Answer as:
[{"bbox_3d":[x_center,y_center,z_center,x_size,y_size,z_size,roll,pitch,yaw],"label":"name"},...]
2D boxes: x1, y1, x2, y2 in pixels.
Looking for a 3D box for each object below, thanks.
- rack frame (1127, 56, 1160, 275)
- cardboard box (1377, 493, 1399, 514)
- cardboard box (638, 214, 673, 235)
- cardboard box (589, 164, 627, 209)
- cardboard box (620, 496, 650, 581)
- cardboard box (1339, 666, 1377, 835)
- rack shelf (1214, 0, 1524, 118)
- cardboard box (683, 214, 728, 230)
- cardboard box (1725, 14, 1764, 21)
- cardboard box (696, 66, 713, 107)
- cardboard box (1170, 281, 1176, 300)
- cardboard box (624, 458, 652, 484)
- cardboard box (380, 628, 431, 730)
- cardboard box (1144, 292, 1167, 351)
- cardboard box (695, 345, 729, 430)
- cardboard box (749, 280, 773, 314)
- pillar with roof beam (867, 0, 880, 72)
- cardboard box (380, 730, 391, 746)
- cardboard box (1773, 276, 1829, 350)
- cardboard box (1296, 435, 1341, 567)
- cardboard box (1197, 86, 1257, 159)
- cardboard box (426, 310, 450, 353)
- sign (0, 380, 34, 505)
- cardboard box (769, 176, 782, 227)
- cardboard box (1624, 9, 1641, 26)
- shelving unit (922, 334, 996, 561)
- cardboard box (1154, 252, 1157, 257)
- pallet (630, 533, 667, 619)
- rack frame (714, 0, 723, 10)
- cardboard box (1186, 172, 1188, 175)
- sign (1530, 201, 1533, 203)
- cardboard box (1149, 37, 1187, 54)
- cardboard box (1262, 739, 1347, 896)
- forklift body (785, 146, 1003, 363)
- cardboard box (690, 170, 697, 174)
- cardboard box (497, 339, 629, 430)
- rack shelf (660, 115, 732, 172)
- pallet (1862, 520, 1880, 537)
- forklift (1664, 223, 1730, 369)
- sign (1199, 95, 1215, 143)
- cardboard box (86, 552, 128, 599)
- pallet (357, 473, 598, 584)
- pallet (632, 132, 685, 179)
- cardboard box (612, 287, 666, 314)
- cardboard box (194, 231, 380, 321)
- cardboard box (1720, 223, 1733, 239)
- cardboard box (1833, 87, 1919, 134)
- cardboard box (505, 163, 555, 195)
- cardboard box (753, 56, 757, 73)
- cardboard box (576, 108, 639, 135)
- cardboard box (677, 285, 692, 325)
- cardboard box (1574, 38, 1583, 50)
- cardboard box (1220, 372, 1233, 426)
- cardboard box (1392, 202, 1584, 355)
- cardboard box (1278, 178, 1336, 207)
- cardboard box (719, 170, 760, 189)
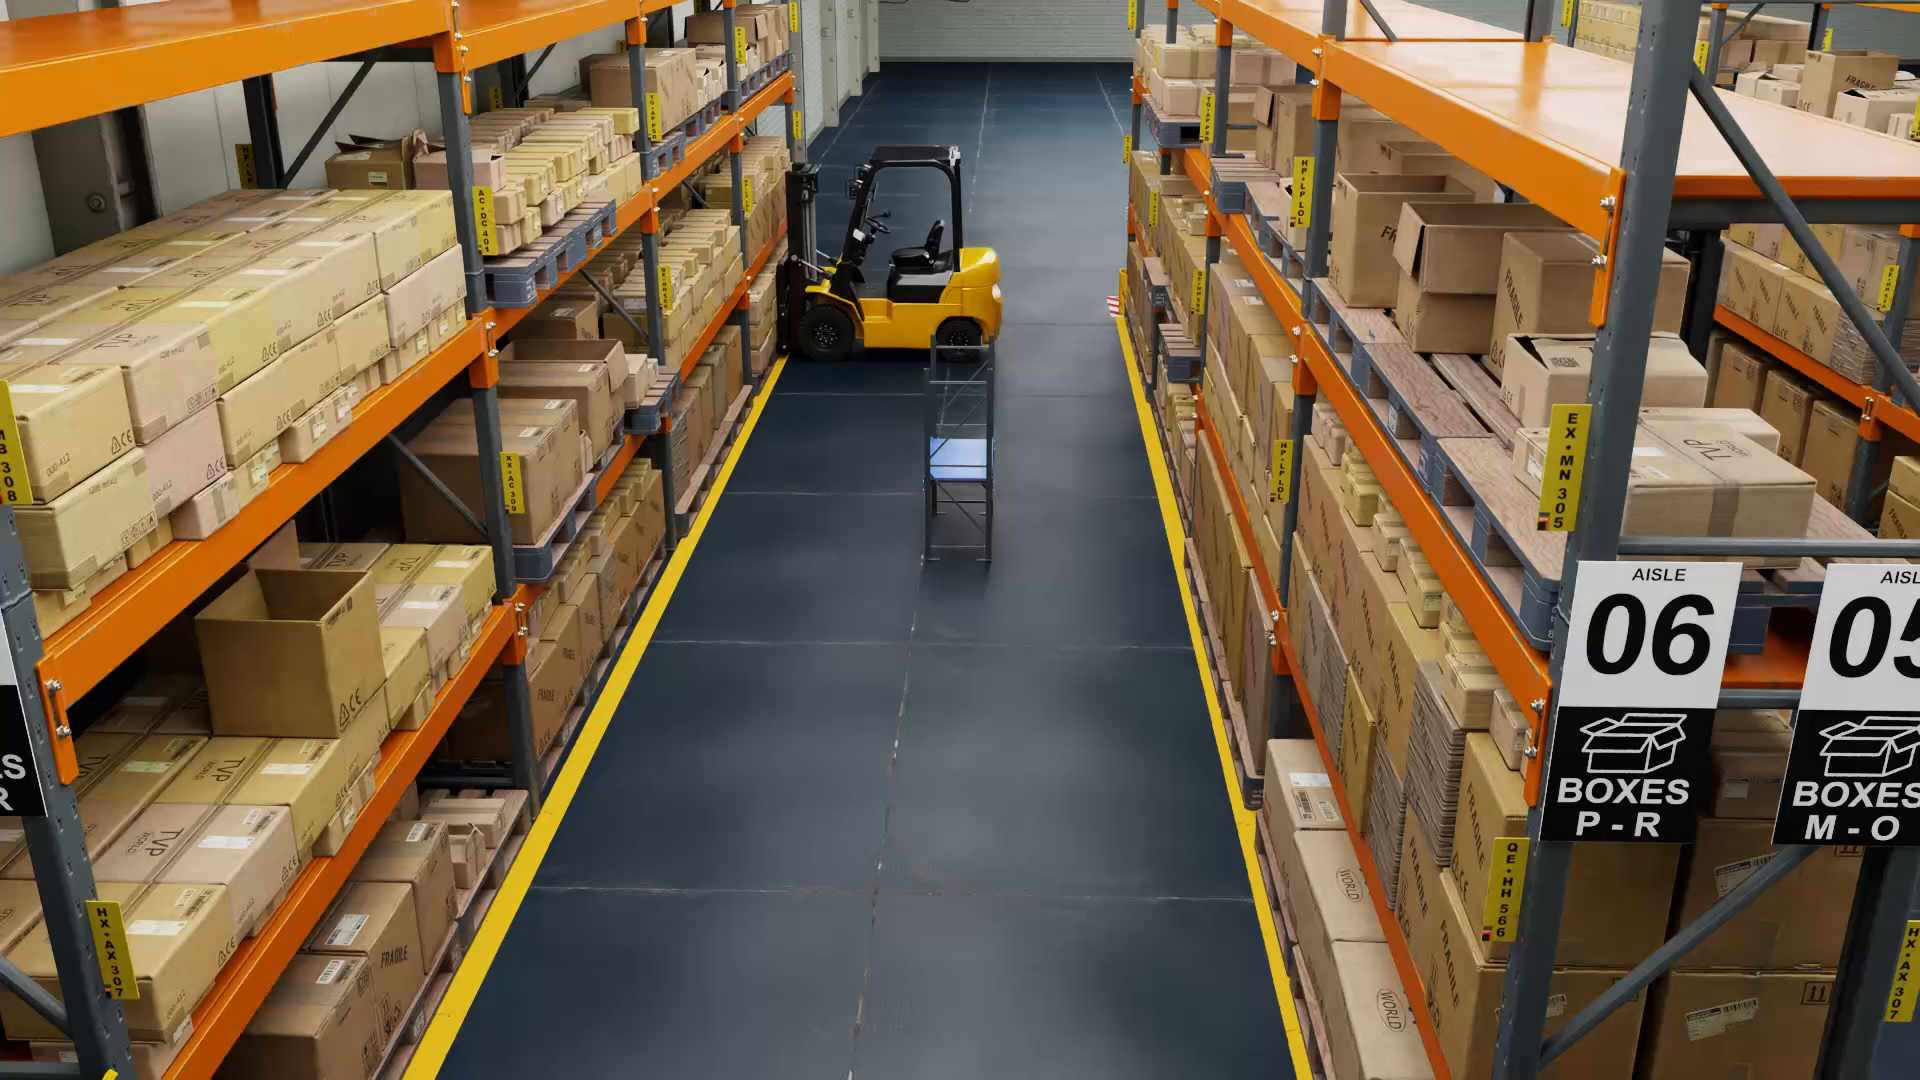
[{"bbox_3d":[2.510,-4.174,19.640,1.000,3.000,0.127,1,21,2],"label":"rack frame"},{"bbox_3d":[1.887,-0.077,6.664,0.380,0.149,0.250,1,21,1],"label":"cardboard box"},{"bbox_3d":[-2.859,-2.909,15.345,0.380,0.149,0.250,0,21,0],"label":"cardboard box"},{"bbox_3d":[-2.482,-2.294,10.854,0.500,0.250,0.500,1,21,2],"label":"cardboard box"},{"bbox_3d":[-2.519,-0.029,11.833,0.500,0.500,0.500,0,21,1],"label":"cardboard box"},{"bbox_3d":[1.812,0.833,6.598,0.500,0.500,0.500,1,21,3],"label":"cardboard box"},{"bbox_3d":[2.206,-2.834,9.439,1.077,0.370,4.000,1,21,2],"label":"rack shelf"},{"bbox_3d":[-2.351,-2.911,15.349,0.380,0.149,0.250,0,21,1],"label":"cardboard box"},{"bbox_3d":[7.719,-5.102,16.411,0.380,0.149,0.250,1,21,2],"label":"cardboard box"},{"bbox_3d":[-2.375,-3.839,14.033,0.500,0.311,0.500,0,21,0],"label":"cardboard box"},{"bbox_3d":[1.988,-2.139,14.163,0.380,0.149,0.250,1,21,4],"label":"cardboard box"},{"bbox_3d":[-2.457,-0.487,12.114,0.380,0.149,0.250,0,21,-1],"label":"cardboard box"},{"bbox_3d":[-2.617,0.591,7.156,0.500,0.250,0.500,0,21,1],"label":"cardboard box"},{"bbox_3d":[2.138,-2.208,16.758,0.500,0.500,0.500,0,21,1],"label":"cardboard box"},{"bbox_3d":[-2.609,-1.401,15.195,0.875,0.625,0.625,0,21,1],"label":"cardboard box"},{"bbox_3d":[-2.219,-2.518,17.209,0.500,0.250,0.500,1,21,2],"label":"cardboard box"},{"bbox_3d":[1.842,-17.582,45.903,9.100,9.000,0.400,1,21,2],"label":"pillar with roof beam"},{"bbox_3d":[-2.678,0.814,7.131,0.380,0.149,0.250,1,21,2],"label":"cardboard box"},{"bbox_3d":[6.995,-1.837,13.479,0.500,0.500,0.500,0,21,1],"label":"cardboard box"},{"bbox_3d":[1.888,-0.179,7.822,0.500,0.500,0.500,1,21,2],"label":"cardboard box"},{"bbox_3d":[2.285,-3.280,13.047,0.797,0.503,0.637,1,21,2],"label":"cardboard box"},{"bbox_3d":[-2.543,-0.948,7.527,0.380,0.149,0.250,1,21,1],"label":"cardboard box"},{"bbox_3d":[-2.396,-0.242,4.152,0.100,0.325,0.005,1,21,2],"label":"sign"},{"bbox_3d":[-2.244,-3.721,18.333,0.500,0.500,0.500,0,21,1],"label":"cardboard box"},{"bbox_3d":[7.085,-5.383,17.134,0.380,0.149,0.250,1,21,2],"label":"cardboard box"},{"bbox_3d":[0.003,-0.730,12.837,0.538,1.500,1.048,1,21,2],"label":"shelving unit"},{"bbox_3d":[2.093,-2.730,16.267,0.380,0.149,0.250,0,21,1],"label":"cardboard box"},{"bbox_3d":[-2.755,0.235,12.133,1.003,0.211,1.213,1,21,2],"label":"pallet"},{"bbox_3d":[-2.448,-7.024,18.692,0.949,2.616,0.053,1,21,2],"label":"rack frame"},{"bbox_3d":[2.698,-3.902,17.007,0.700,0.500,0.500,0,21,0],"label":"cardboard box"},{"bbox_3d":[2.700,-1.506,7.794,0.100,0.325,0.005,1,21,2],"label":"sign"},{"bbox_3d":[2.131,-5.060,17.021,0.380,0.149,0.250,1,21,2],"label":"cardboard box"},{"bbox_3d":[2.019,1.389,8.264,0.875,0.438,0.875,0,21,1],"label":"cardboard box"},{"bbox_3d":[-0.686,-3.126,18.113,2.313,2.155,1.214,1,21,2],"label":"forklift body"},{"bbox_3d":[-2.877,-3.665,16.882,0.380,0.149,0.250,0,21,1],"label":"cardboard box"},{"bbox_3d":[-2.560,-0.987,10.702,0.797,0.503,0.637,0,21,0],"label":"cardboard box"},{"bbox_3d":[-2.634,-3.212,13.739,0.919,0.124,3.809,1,21,2],"label":"rack shelf"},{"bbox_3d":[7.317,-0.248,13.376,1.003,0.211,1.213,1,21,2],"label":"pallet"},{"bbox_3d":[4.768,-1.217,12.115,1.130,2.935,3.031,5,22,12],"label":"forklift"},{"bbox_3d":[1.724,-2.928,11.567,0.100,0.325,0.005,1,21,2],"label":"sign"},{"bbox_3d":[-2.714,0.068,4.906,0.380,0.149,0.250,1,21,3],"label":"cardboard box"},{"bbox_3d":[-2.683,-0.087,9.372,1.003,0.211,1.213,1,21,2],"label":"pallet"},{"bbox_3d":[-2.764,-2.892,12.449,1.213,0.211,1.003,2,21,4],"label":"pallet"},{"bbox_3d":[-2.391,-1.796,12.476,0.380,0.149,0.250,1,21,3],"label":"cardboard box"},{"bbox_3d":[-2.622,-1.037,6.514,0.500,0.250,0.500,1,21,3],"label":"cardboard box"},{"bbox_3d":[7.330,-3.043,15.205,0.700,0.500,0.500,0,21,1],"label":"cardboard box"},{"bbox_3d":[6.949,-3.244,12.501,0.500,0.311,0.500,1,21,2],"label":"cardboard box"},{"bbox_3d":[-2.401,-1.936,8.943,0.380,0.149,0.250,0,21,1],"label":"cardboard box"},{"bbox_3d":[-2.233,-4.742,16.585,0.380,0.149,0.250,1,21,3],"label":"cardboard box"},{"bbox_3d":[-2.410,-2.861,11.353,0.380,0.149,0.250,1,21,3],"label":"cardboard box"},{"bbox_3d":[-2.421,-1.837,13.133,0.500,0.250,0.500,1,21,3],"label":"cardboard box"},{"bbox_3d":[7.130,-5.560,18.693,0.380,0.149,0.250,1,21,2],"label":"cardboard box"},{"bbox_3d":[1.960,-0.898,10.712,0.500,0.250,0.500,1,21,1],"label":"cardboard box"},{"bbox_3d":[2.136,-1.037,6.545,0.797,0.503,0.637,2,21,6],"label":"cardboard box"},{"bbox_3d":[2.053,-2.006,9.648,0.380,0.166,0.250,2,21,6],"label":"cardboard box"},{"bbox_3d":[-2.240,-3.661,16.871,0.380,0.149,0.250,1,21,3],"label":"cardboard box"}]
